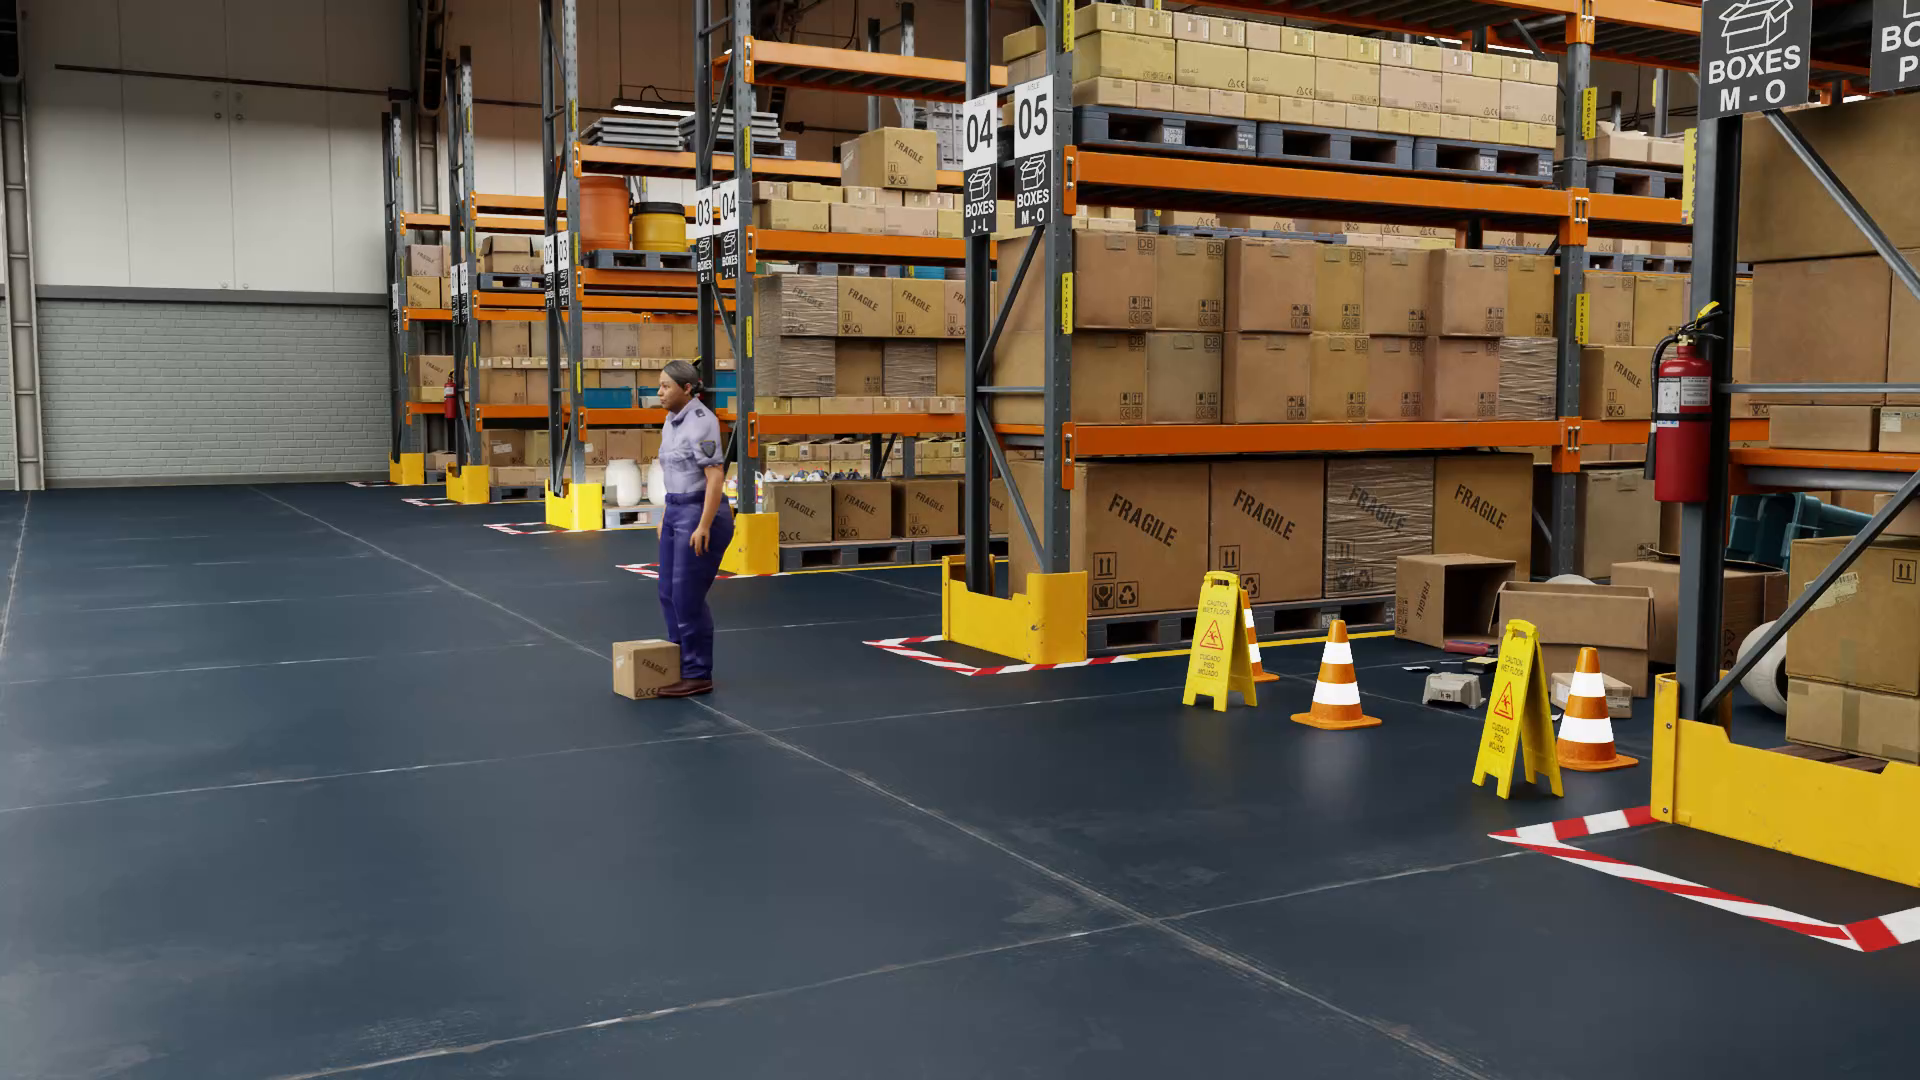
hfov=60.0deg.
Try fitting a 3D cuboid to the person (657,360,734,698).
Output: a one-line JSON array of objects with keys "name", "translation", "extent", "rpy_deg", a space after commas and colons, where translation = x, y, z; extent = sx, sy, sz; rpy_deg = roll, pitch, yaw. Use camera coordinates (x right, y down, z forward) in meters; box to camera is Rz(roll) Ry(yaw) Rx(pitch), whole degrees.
[{"name": "person", "translation": [-1.367, -0.067, 8.289], "extent": [0.418, 1.653, 0.562], "rpy_deg": [-3, 6, -31]}]
